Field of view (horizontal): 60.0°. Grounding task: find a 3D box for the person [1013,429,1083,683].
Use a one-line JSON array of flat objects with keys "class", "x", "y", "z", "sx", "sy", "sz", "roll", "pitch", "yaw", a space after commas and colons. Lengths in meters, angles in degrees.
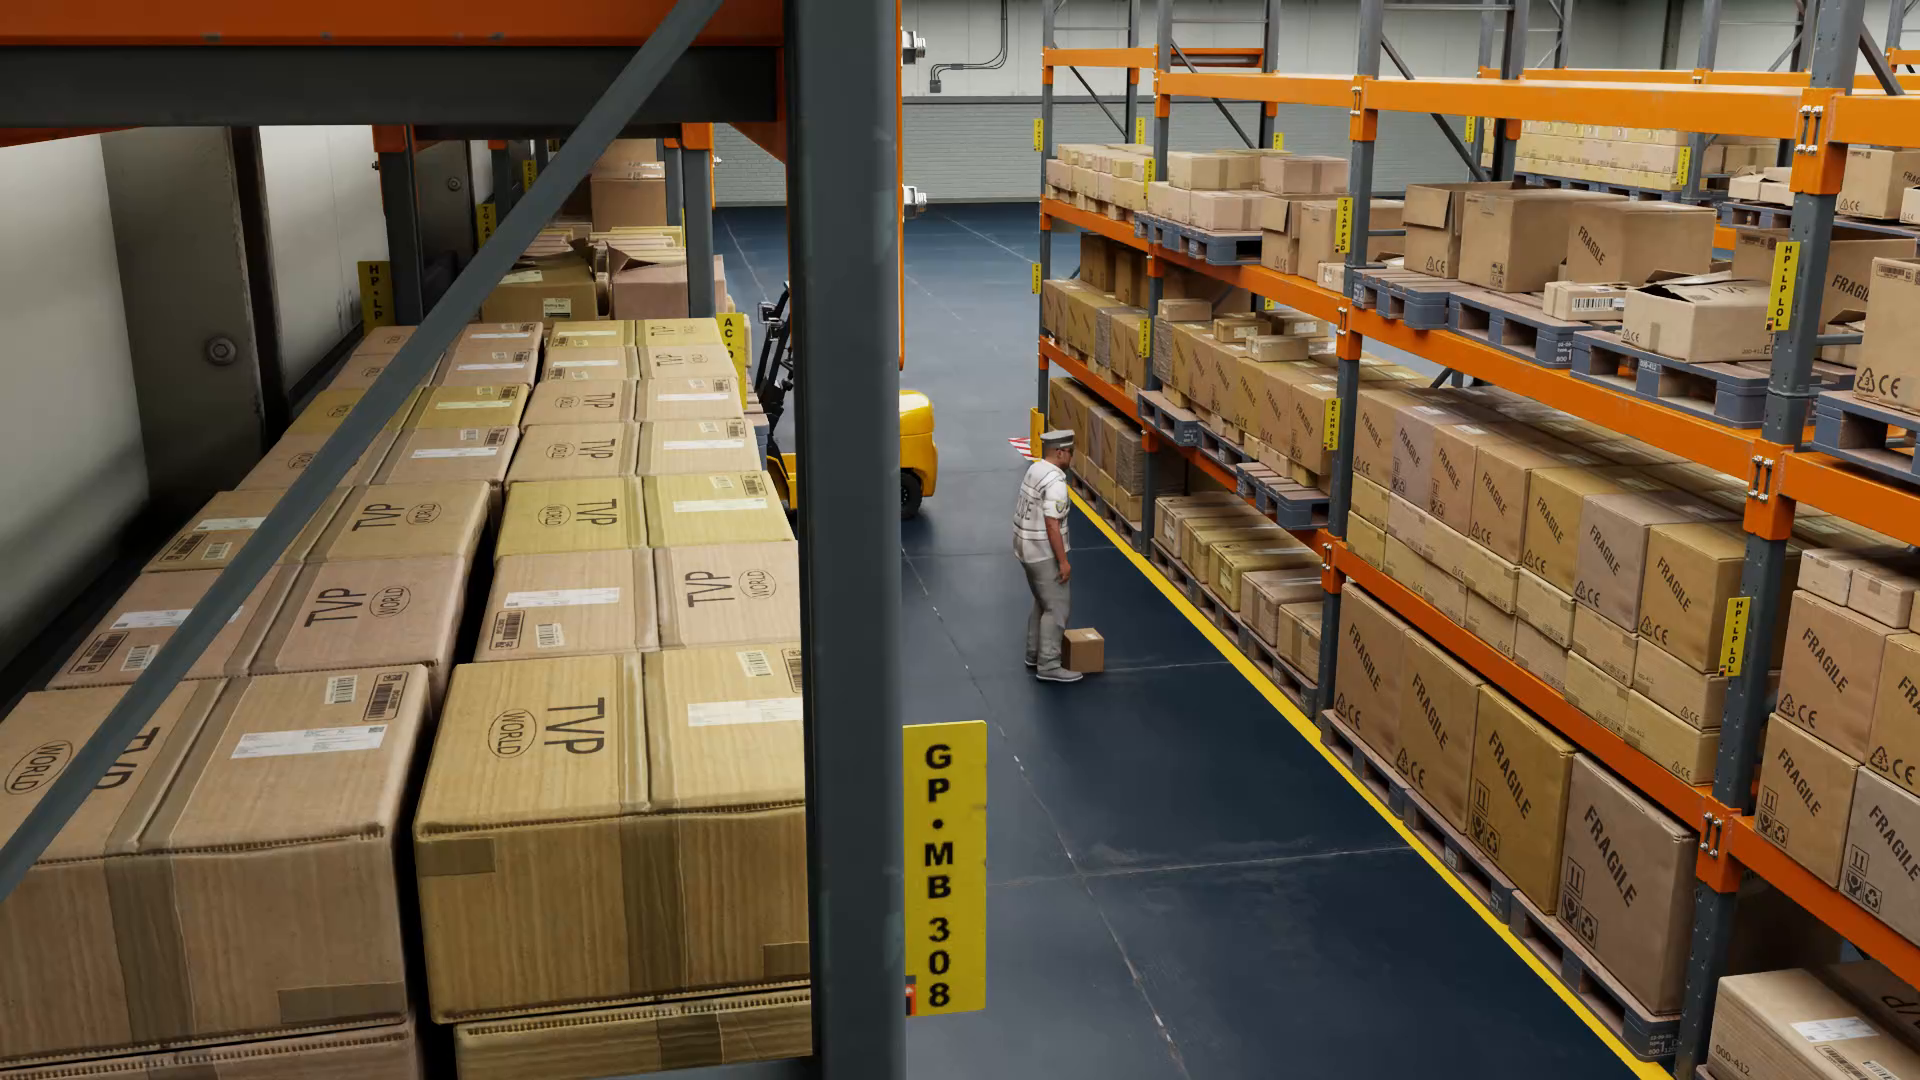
[{"class": "person", "x": 0.606, "y": 0.096, "z": 11.693, "sx": 0.437, "sy": 1.747, "sz": 0.602, "roll": -4, "pitch": 17, "yaw": -14}]
